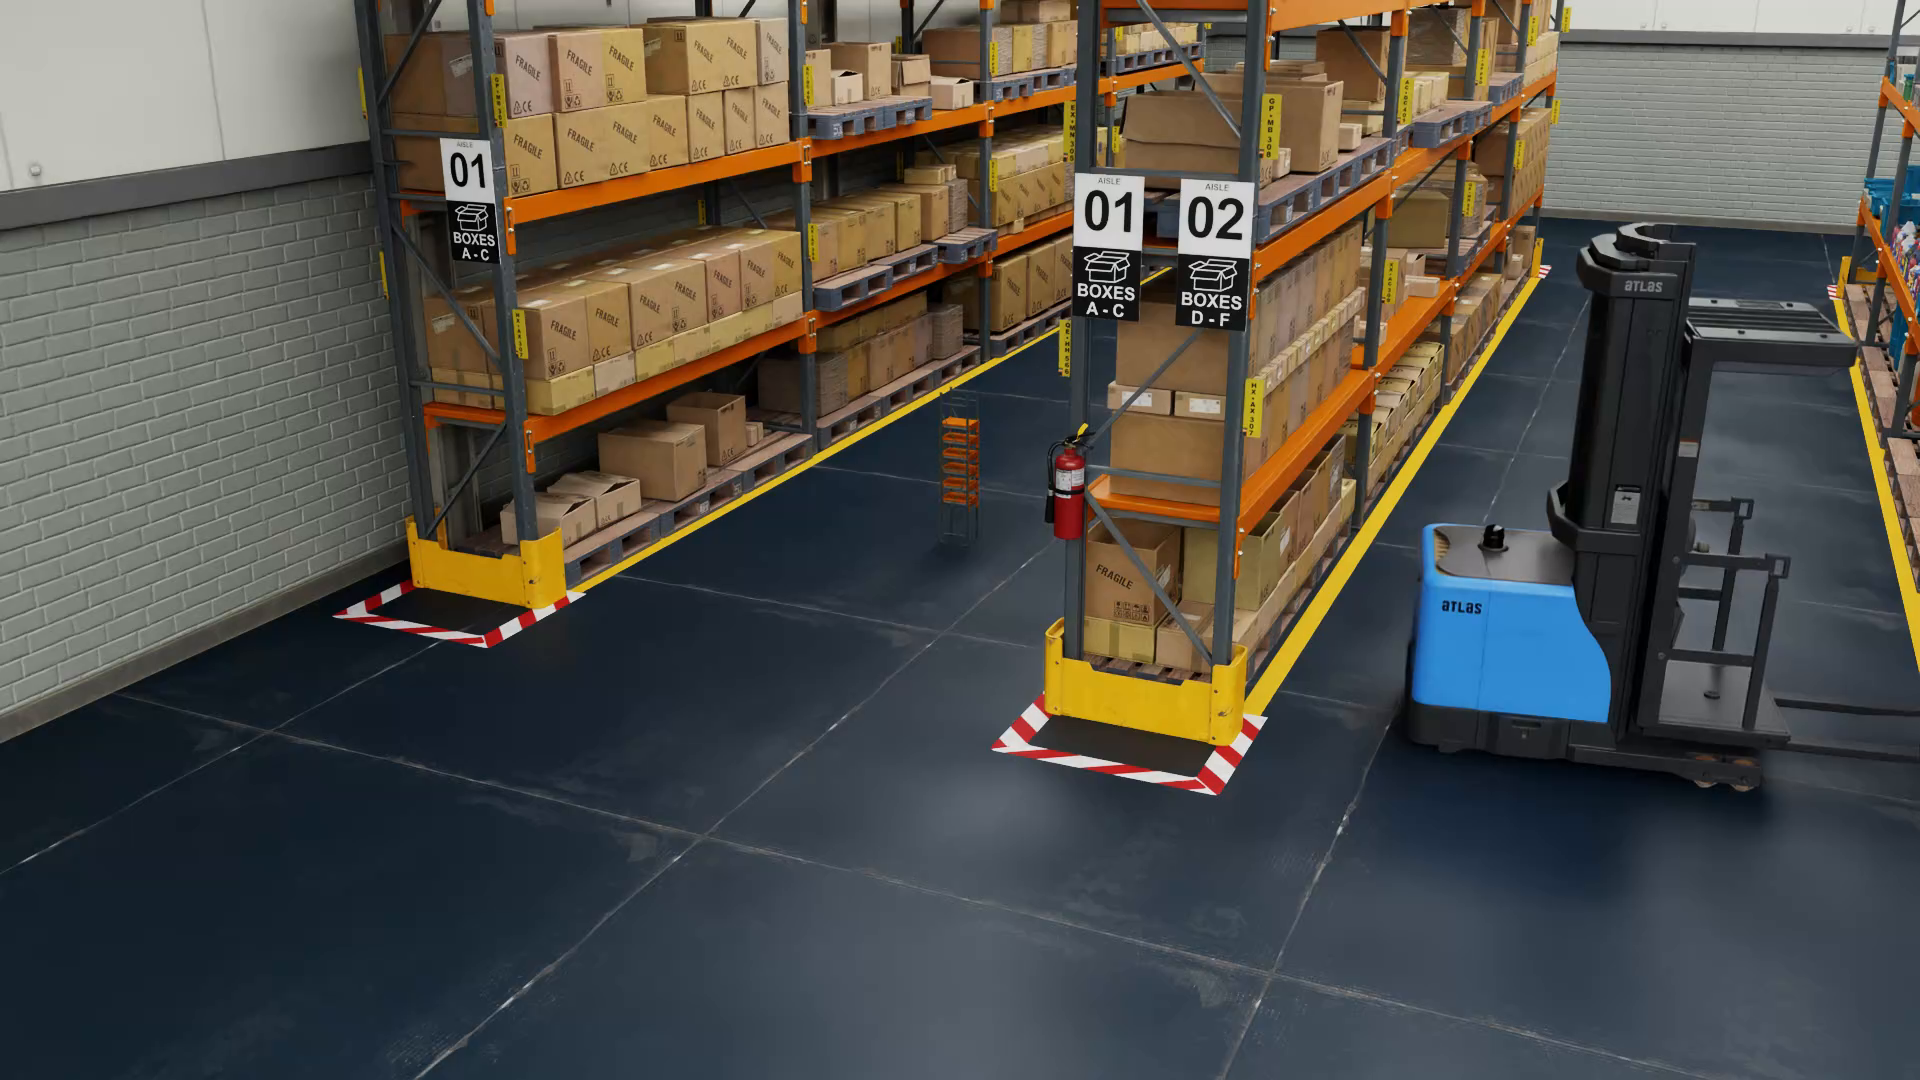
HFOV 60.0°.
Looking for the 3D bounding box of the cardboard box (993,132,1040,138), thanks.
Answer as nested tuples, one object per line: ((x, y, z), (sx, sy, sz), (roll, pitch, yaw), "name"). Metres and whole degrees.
((0.660, -4.832, 20.337), (0.500, 0.250, 0.500), (8, 21, 21), "cardboard box")

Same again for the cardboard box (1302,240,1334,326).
((2.153, -1.792, 11.445), (0.700, 0.500, 0.500), (9, 21, 23), "cardboard box")

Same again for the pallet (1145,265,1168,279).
((2.376, -3.984, 23.855), (1.003, 0.211, 1.213), (9, 21, 23), "pallet")

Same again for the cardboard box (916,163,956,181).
((-0.257, -3.929, 17.767), (0.380, 0.149, 0.250), (6, 20, 16), "cardboard box")

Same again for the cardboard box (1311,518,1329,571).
((2.345, -0.002, 11.974), (0.500, 0.250, 0.500), (9, 21, 23), "cardboard box")

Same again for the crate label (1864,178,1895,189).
((11.770, -4.484, 21.261), (0.416, 0.233, 0.303), (9, 21, 23), "crate label")

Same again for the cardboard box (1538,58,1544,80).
((7.057, -5.939, 20.938), (0.500, 0.250, 0.500), (9, 21, 23), "cardboard box")

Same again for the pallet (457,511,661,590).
((-3.023, 0.014, 12.615), (1.003, 0.211, 1.213), (9, 21, 23), "pallet")

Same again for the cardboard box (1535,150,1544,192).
((7.510, -4.960, 22.289), (0.500, 0.500, 0.500), (9, 21, 23), "cardboard box")

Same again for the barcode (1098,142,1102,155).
((0.786, -2.200, 9.335), (0.001, 0.075, 0.075), (9, 21, 23), "barcode")

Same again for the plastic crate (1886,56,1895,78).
((11.760, -5.837, 20.624), (0.497, 0.269, 0.590), (9, 21, 23), "plastic crate")

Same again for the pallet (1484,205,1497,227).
((5.589, -3.703, 19.192), (1.003, 0.211, 1.213), (9, 21, 23), "pallet")

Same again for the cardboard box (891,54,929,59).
((-0.647, -4.760, 17.221), (0.500, 0.500, 0.500), (9, 21, 23), "cardboard box")

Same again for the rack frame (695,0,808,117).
((-1.781, -5.083, 13.831), (1.000, 3.000, 0.127), (9, 21, 23), "rack frame")

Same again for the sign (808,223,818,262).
((-1.282, -2.592, 14.488), (0.100, 0.325, 0.005), (9, 21, 23), "sign")

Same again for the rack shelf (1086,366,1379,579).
((1.921, -0.627, 11.329), (1.077, 0.370, 4.000), (9, 21, 23), "rack shelf")

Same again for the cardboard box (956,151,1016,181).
((0.290, -4.141, 18.394), (0.500, 0.250, 0.500), (9, 22, 24), "cardboard box")

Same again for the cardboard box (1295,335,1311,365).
((2.090, -1.268, 10.939), (0.380, 0.149, 0.250), (9, 21, 23), "cardboard box")

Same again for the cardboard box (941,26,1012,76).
((0.173, -5.472, 18.596), (0.700, 0.500, 0.500), (7, 21, 20), "cardboard box")

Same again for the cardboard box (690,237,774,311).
((-1.891, -2.208, 13.775), (0.500, 0.500, 0.500), (8, 21, 22), "cardboard box")

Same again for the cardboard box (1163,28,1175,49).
((2.655, -6.933, 22.957), (0.500, 0.250, 0.500), (8, 21, 21), "cardboard box")

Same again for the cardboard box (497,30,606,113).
((-2.788, -3.205, 11.356), (0.500, 0.500, 0.500), (8, 21, 22), "cardboard box")

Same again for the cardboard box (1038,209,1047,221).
((0.822, -3.909, 19.829), (0.380, 0.149, 0.250), (9, 21, 23), "cardboard box")

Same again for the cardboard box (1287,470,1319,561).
((2.141, -0.202, 11.418), (0.500, 0.500, 0.500), (9, 21, 23), "cardboard box")

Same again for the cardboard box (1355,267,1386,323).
((3.285, -2.018, 14.018), (0.500, 0.500, 0.500), (10, 22, 27), "cardboard box")

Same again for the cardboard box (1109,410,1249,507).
((1.305, -0.543, 9.869), (0.700, 0.500, 0.500), (9, 21, 23), "cardboard box")

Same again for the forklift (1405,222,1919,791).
((4.141, -0.205, 9.171), (3.031, 2.935, 1.130), (5, 20, 13), "forklift")

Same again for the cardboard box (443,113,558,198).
((-3.054, -2.571, 11.066), (0.500, 0.500, 0.500), (9, 22, 24), "cardboard box")

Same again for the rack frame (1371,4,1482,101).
((4.378, -5.627, 15.361), (1.000, 3.000, 0.127), (9, 21, 23), "rack frame")

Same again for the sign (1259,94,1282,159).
((1.606, -2.139, 8.608), (0.100, 0.325, 0.005), (9, 21, 23), "sign")

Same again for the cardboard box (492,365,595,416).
((-2.929, -1.078, 11.716), (0.500, 0.250, 0.500), (8, 21, 21), "cardboard box")

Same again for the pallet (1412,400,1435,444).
((4.005, -1.240, 16.141), (1.003, 0.211, 1.213), (9, 21, 23), "pallet")

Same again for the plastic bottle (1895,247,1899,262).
((9.695, -2.956, 17.101), (0.097, 0.201, 0.097), (0, 20, 0), "plastic bottle")

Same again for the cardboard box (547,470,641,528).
((-2.820, -0.347, 12.824), (0.500, 0.311, 0.500), (11, 22, 27), "cardboard box")

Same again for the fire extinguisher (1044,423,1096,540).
((0.630, -0.346, 9.580), (0.296, 0.674, 0.183), (9, 21, 23), "fire extinguisher")

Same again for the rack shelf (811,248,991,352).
((-0.962, -2.528, 16.675), (1.077, 0.370, 4.000), (9, 21, 23), "rack shelf")

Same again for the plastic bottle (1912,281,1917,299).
((8.831, -2.311, 15.288), (0.097, 0.201, 0.097), (0, 20, 0), "plastic bottle")

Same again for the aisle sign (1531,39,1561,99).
((7.962, -6.449, 22.747), (0.394, 0.787, 0.004), (9, 21, 23), "aisle sign")

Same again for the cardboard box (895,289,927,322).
((-0.681, -2.469, 17.389), (0.500, 0.250, 0.500), (9, 21, 24), "cardboard box")

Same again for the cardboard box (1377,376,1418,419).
((3.765, -1.306, 14.805), (0.500, 0.311, 0.500), (9, 22, 24), "cardboard box")

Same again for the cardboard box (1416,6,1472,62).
((4.771, -5.020, 16.490), (0.500, 0.500, 0.500), (9, 21, 23), "cardboard box")

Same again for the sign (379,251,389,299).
((-3.917, -1.810, 11.382), (0.100, 0.325, 0.005), (9, 21, 23), "sign")

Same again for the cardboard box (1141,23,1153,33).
((2.248, -6.980, 21.971), (0.500, 0.500, 0.500), (8, 21, 22), "cardboard box")

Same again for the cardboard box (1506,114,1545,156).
((7.309, -5.276, 21.688), (0.500, 0.500, 0.500), (9, 22, 24), "cardboard box")

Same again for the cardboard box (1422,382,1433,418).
((4.177, -1.350, 15.766), (0.500, 0.250, 0.500), (8, 21, 22), "cardboard box")

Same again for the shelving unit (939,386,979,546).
((-0.006, -0.561, 12.755), (0.258, 1.200, 0.189), (9, 21, 23), "shelving unit")

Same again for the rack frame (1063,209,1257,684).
((1.102, -0.355, 9.489), (1.000, 3.000, 0.127), (9, 21, 23), "rack frame")

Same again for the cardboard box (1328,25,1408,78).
((3.241, -3.832, 13.268), (0.500, 0.500, 0.500), (11, 22, 28), "cardboard box")

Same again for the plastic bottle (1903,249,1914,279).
((9.270, -2.693, 16.240), (0.061, 0.283, 0.133), (9, 21, 23), "plastic bottle")

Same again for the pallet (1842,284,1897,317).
((11.799, -3.004, 21.102), (1.003, 0.211, 1.213), (9, 21, 23), "pallet")

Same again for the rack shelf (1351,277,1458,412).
((3.559, -1.850, 14.767), (1.077, 0.370, 4.000), (9, 21, 23), "rack shelf")

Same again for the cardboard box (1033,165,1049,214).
((0.717, -4.099, 19.396), (0.500, 0.500, 0.500), (8, 21, 22), "cardboard box")

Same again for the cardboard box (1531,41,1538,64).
((6.645, -5.869, 19.996), (0.500, 0.250, 0.500), (9, 21, 23), "cardboard box")

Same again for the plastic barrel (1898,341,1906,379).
((9.693, -1.827, 16.716), (0.421, 0.512, 0.421), (0, 20, 0), "plastic barrel")

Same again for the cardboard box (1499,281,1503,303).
((6.385, -3.062, 20.458), (0.500, 0.311, 0.500), (9, 21, 23), "cardboard box")

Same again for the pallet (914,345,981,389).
((-0.464, -1.926, 18.070), (1.003, 0.211, 1.213), (9, 21, 23), "pallet")
